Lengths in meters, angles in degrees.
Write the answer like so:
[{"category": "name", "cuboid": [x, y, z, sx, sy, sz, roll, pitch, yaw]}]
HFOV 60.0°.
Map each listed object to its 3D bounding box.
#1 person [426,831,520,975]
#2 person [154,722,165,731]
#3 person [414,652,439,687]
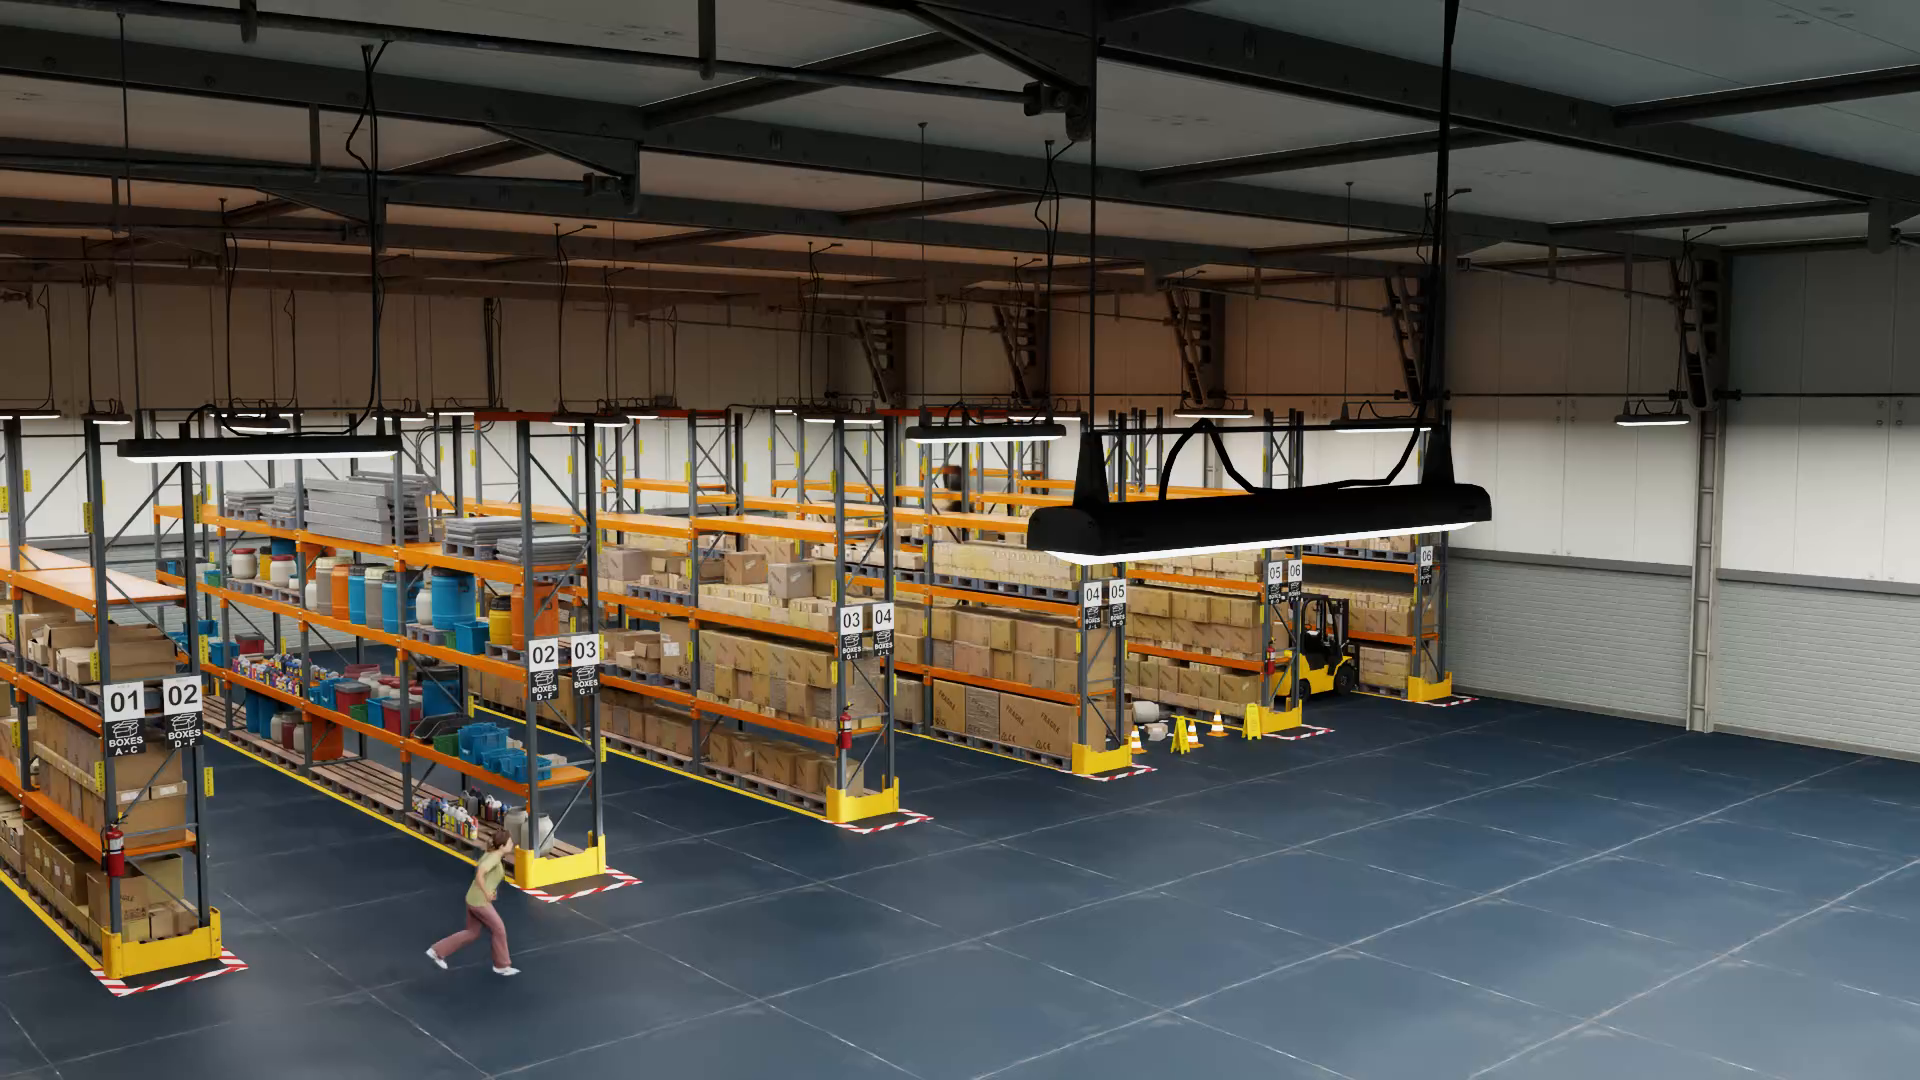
[{"category": "person", "cuboid": [-5.273, 3.974, 17.966, 0.978, 1.627, 0.599, -1, 5, -14]}, {"category": "person", "cuboid": [-13.345, 3.101, 27.930, 0.638, 1.595, 0.606, 4, 6, 39]}, {"category": "person", "cuboid": [-10.061, 2.714, 31.420, 0.599, 1.781, 0.851, -5, 7, -44]}]
